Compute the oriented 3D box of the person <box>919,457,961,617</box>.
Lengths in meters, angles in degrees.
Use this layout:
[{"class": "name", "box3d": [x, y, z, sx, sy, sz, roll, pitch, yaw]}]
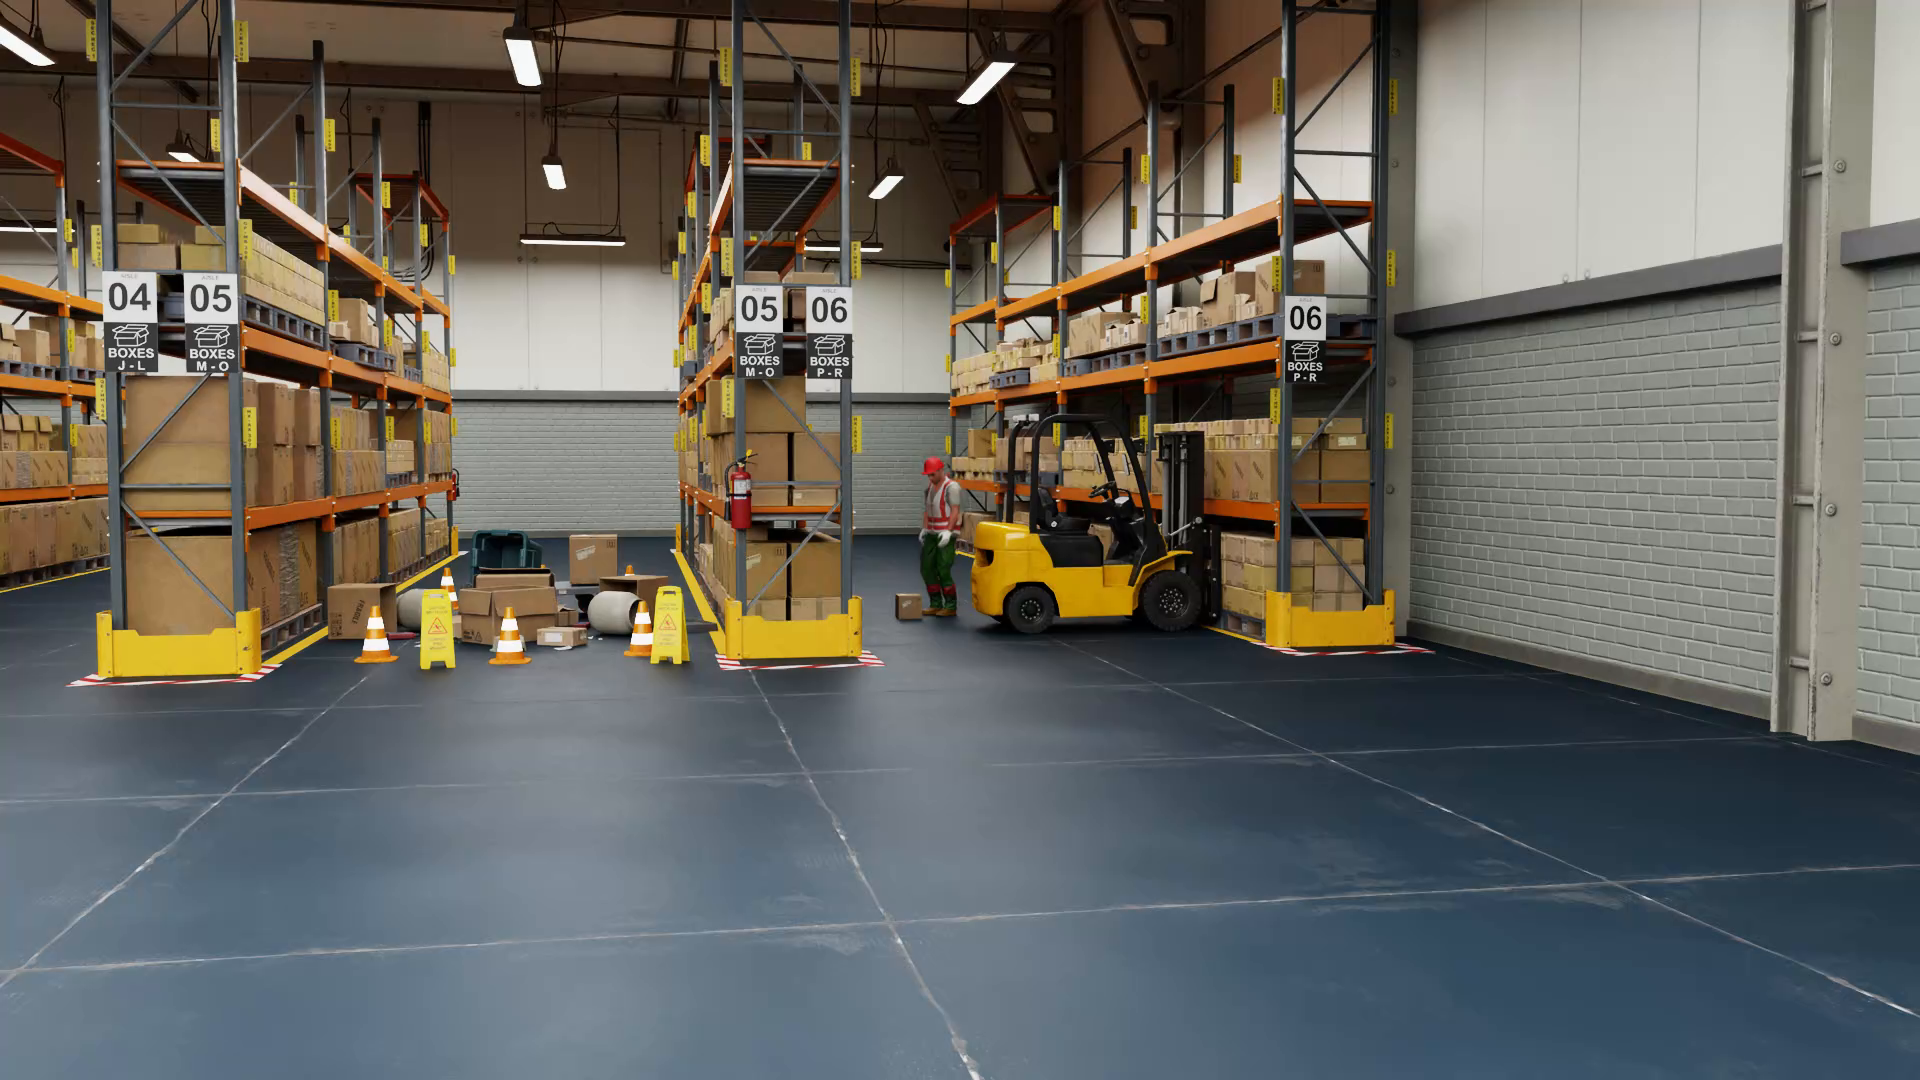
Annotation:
[{"class": "person", "box3d": [-0.221, -0.038, 18.104, 0.459, 1.734, 0.544, -2, 4, -39]}]
